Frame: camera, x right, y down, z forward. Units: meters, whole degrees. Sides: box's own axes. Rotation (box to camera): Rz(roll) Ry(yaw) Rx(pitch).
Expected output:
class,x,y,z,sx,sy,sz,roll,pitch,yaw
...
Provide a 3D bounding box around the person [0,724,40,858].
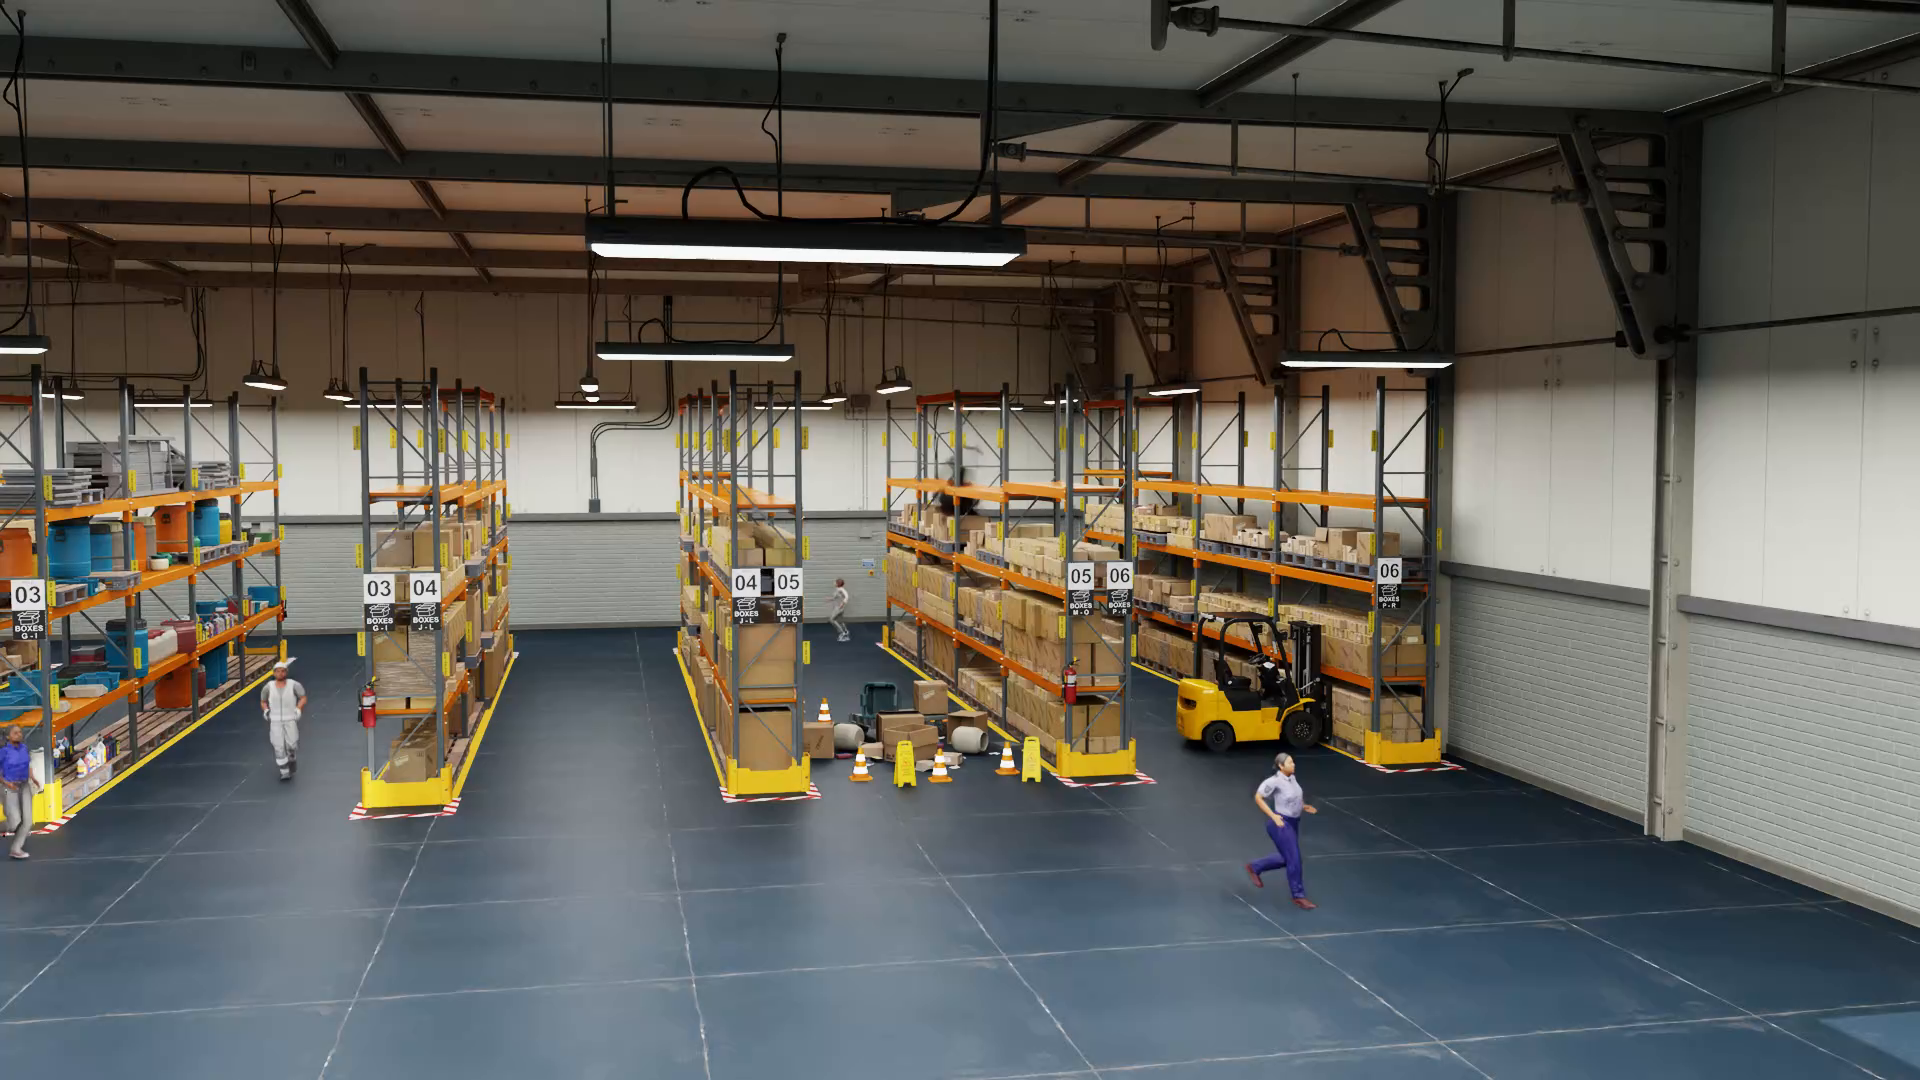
class,x,y,z,sx,sy,sz,roll,pitch,yaw
person,-11.368,3.004,19.955,0.573,1.602,0.572,1,4,21

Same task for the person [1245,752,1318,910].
class,x,y,z,sx,sy,sz,roll,pitch,yaw
person,3.487,3.121,18.009,0.869,1.654,0.607,2,4,34

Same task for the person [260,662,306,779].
class,x,y,z,sx,sy,sz,roll,pitch,yaw
person,-9.988,2.667,24.536,0.632,1.742,0.581,-1,4,-17

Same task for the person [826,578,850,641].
class,x,y,z,sx,sy,sz,roll,pitch,yaw
person,-3.053,1.740,41.488,0.601,1.577,0.553,0,3,-4
